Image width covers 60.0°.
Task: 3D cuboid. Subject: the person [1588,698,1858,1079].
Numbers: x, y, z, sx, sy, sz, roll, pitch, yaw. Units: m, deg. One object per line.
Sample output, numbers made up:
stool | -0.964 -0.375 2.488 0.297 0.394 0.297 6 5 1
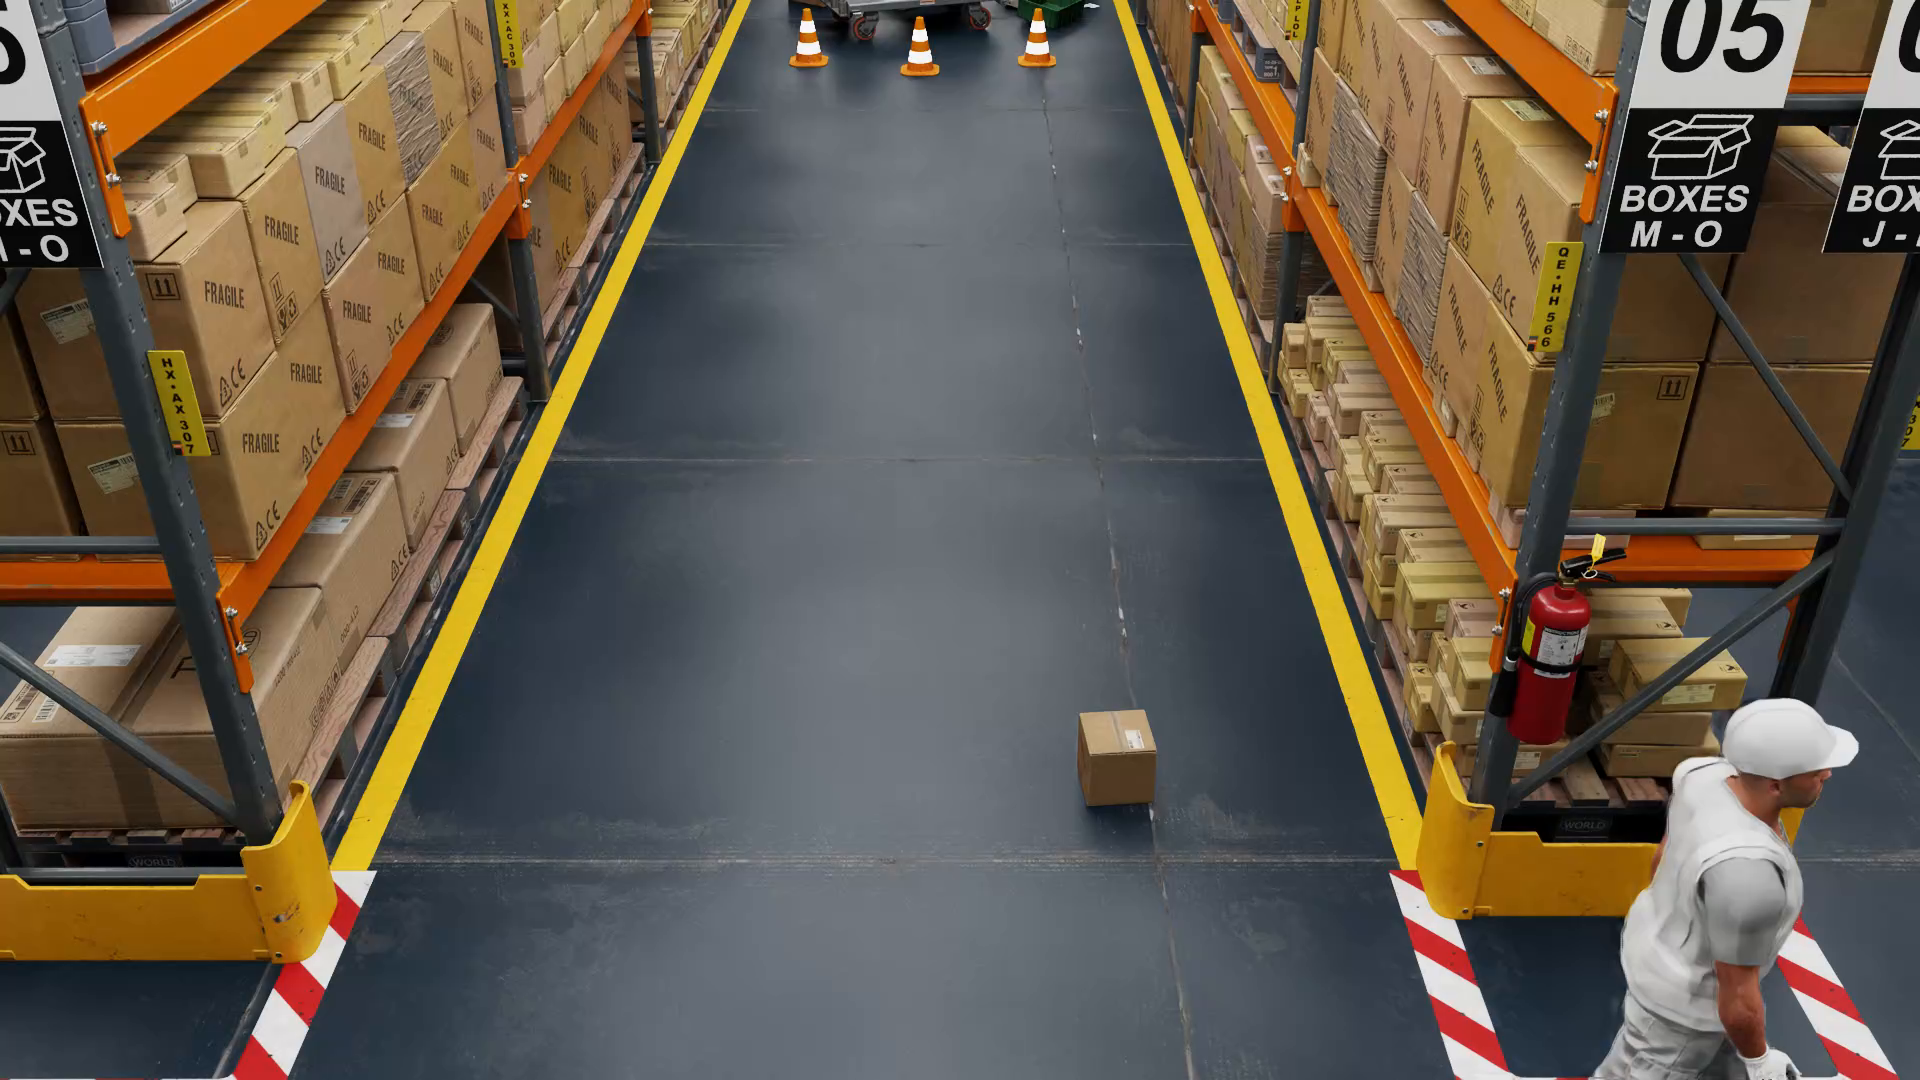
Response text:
person | 1.857 1.138 4.250 0.615 1.837 0.657 5 32 8
